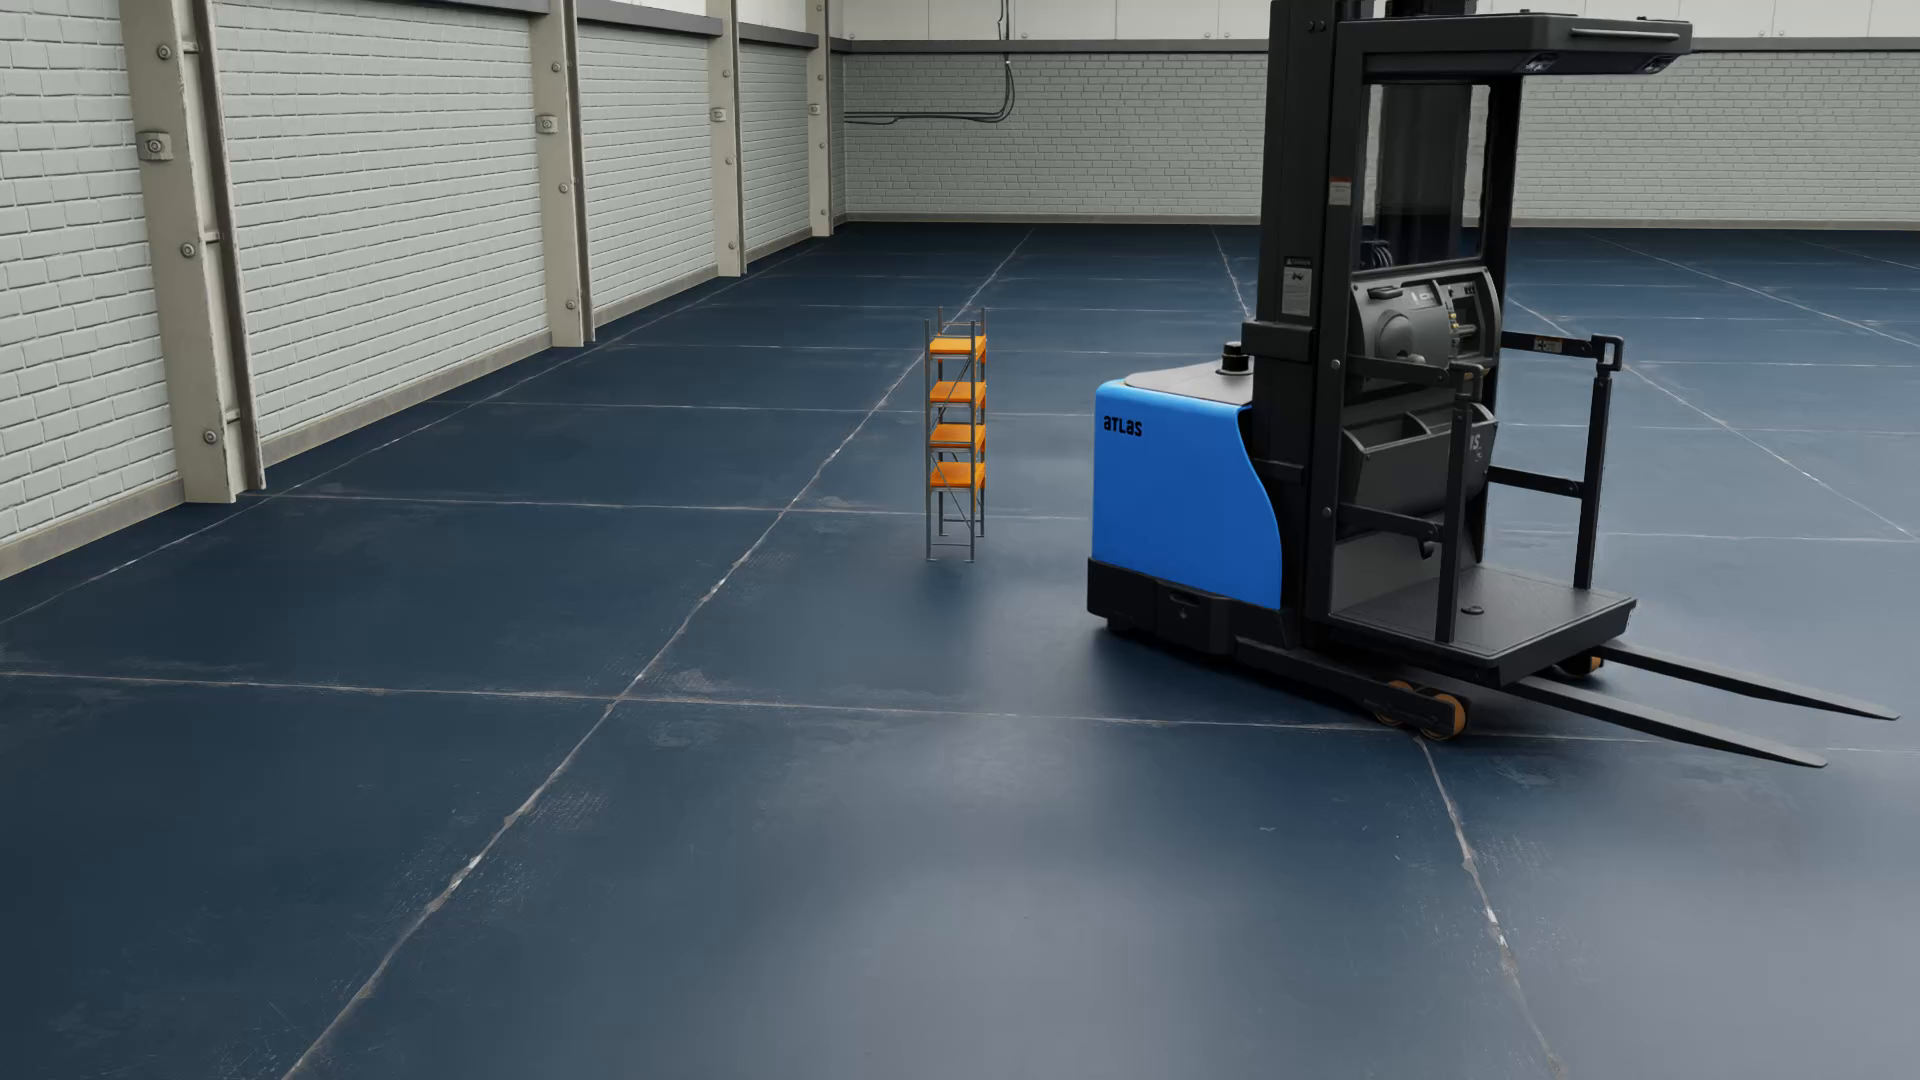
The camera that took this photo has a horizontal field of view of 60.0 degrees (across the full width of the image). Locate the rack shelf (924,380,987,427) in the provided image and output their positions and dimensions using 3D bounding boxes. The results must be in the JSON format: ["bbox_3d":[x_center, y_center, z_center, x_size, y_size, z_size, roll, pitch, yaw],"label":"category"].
[{"bbox_3d":[-0.019,-0.687,8.306,0.258,0.148,0.480,2,15,6],"label":"rack shelf"}]

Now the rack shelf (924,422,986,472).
[{"bbox_3d":[-0.019,-0.471,8.364,0.258,0.148,0.480,2,15,6],"label":"rack shelf"}]

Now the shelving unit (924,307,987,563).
[{"bbox_3d":[-0.019,-0.536,8.347,0.258,1.200,0.503,2,15,6],"label":"shelving unit"}]

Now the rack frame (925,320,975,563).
[{"bbox_3d":[-0.046,-0.473,8.113,0.240,1.200,0.015,2,15,6],"label":"rack frame"}]

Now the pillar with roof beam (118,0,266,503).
[{"bbox_3d":[0.012,-4.481,7.995,9.100,9.000,0.400,2,15,6],"label":"pillar with roof beam"}]

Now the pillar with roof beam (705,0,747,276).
[{"bbox_3d":[1.366,-7.594,19.505,9.100,9.000,0.400,2,15,6],"label":"pillar with roof beam"}]

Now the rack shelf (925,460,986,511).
[{"bbox_3d":[-0.019,-0.280,8.416,0.258,0.148,0.480,2,15,6],"label":"rack shelf"}]

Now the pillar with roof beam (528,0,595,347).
[{"bbox_3d":[0.689,-6.037,13.750,9.100,9.000,0.400,2,15,6],"label":"pillar with roof beam"}]

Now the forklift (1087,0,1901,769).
[{"bbox_3d":[1.917,-0.842,6.161,1.130,2.935,3.031,-13,20,-40],"label":"forklift"}]

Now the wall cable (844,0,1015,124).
[{"bbox_3d":[-0.588,-8.503,28.816,3.097,2.526,0.112,2,15,6],"label":"wall cable"}]

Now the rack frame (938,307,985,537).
[{"bbox_3d":[0.009,-0.600,8.581,0.240,1.200,0.015,2,15,6],"label":"rack frame"}]

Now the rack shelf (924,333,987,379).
[{"bbox_3d":[-0.019,-0.916,8.244,0.258,0.148,0.480,2,15,6],"label":"rack shelf"}]

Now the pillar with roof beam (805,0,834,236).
[{"bbox_3d":[2.043,-9.150,25.260,9.100,9.000,0.400,2,15,6],"label":"pillar with roof beam"}]
